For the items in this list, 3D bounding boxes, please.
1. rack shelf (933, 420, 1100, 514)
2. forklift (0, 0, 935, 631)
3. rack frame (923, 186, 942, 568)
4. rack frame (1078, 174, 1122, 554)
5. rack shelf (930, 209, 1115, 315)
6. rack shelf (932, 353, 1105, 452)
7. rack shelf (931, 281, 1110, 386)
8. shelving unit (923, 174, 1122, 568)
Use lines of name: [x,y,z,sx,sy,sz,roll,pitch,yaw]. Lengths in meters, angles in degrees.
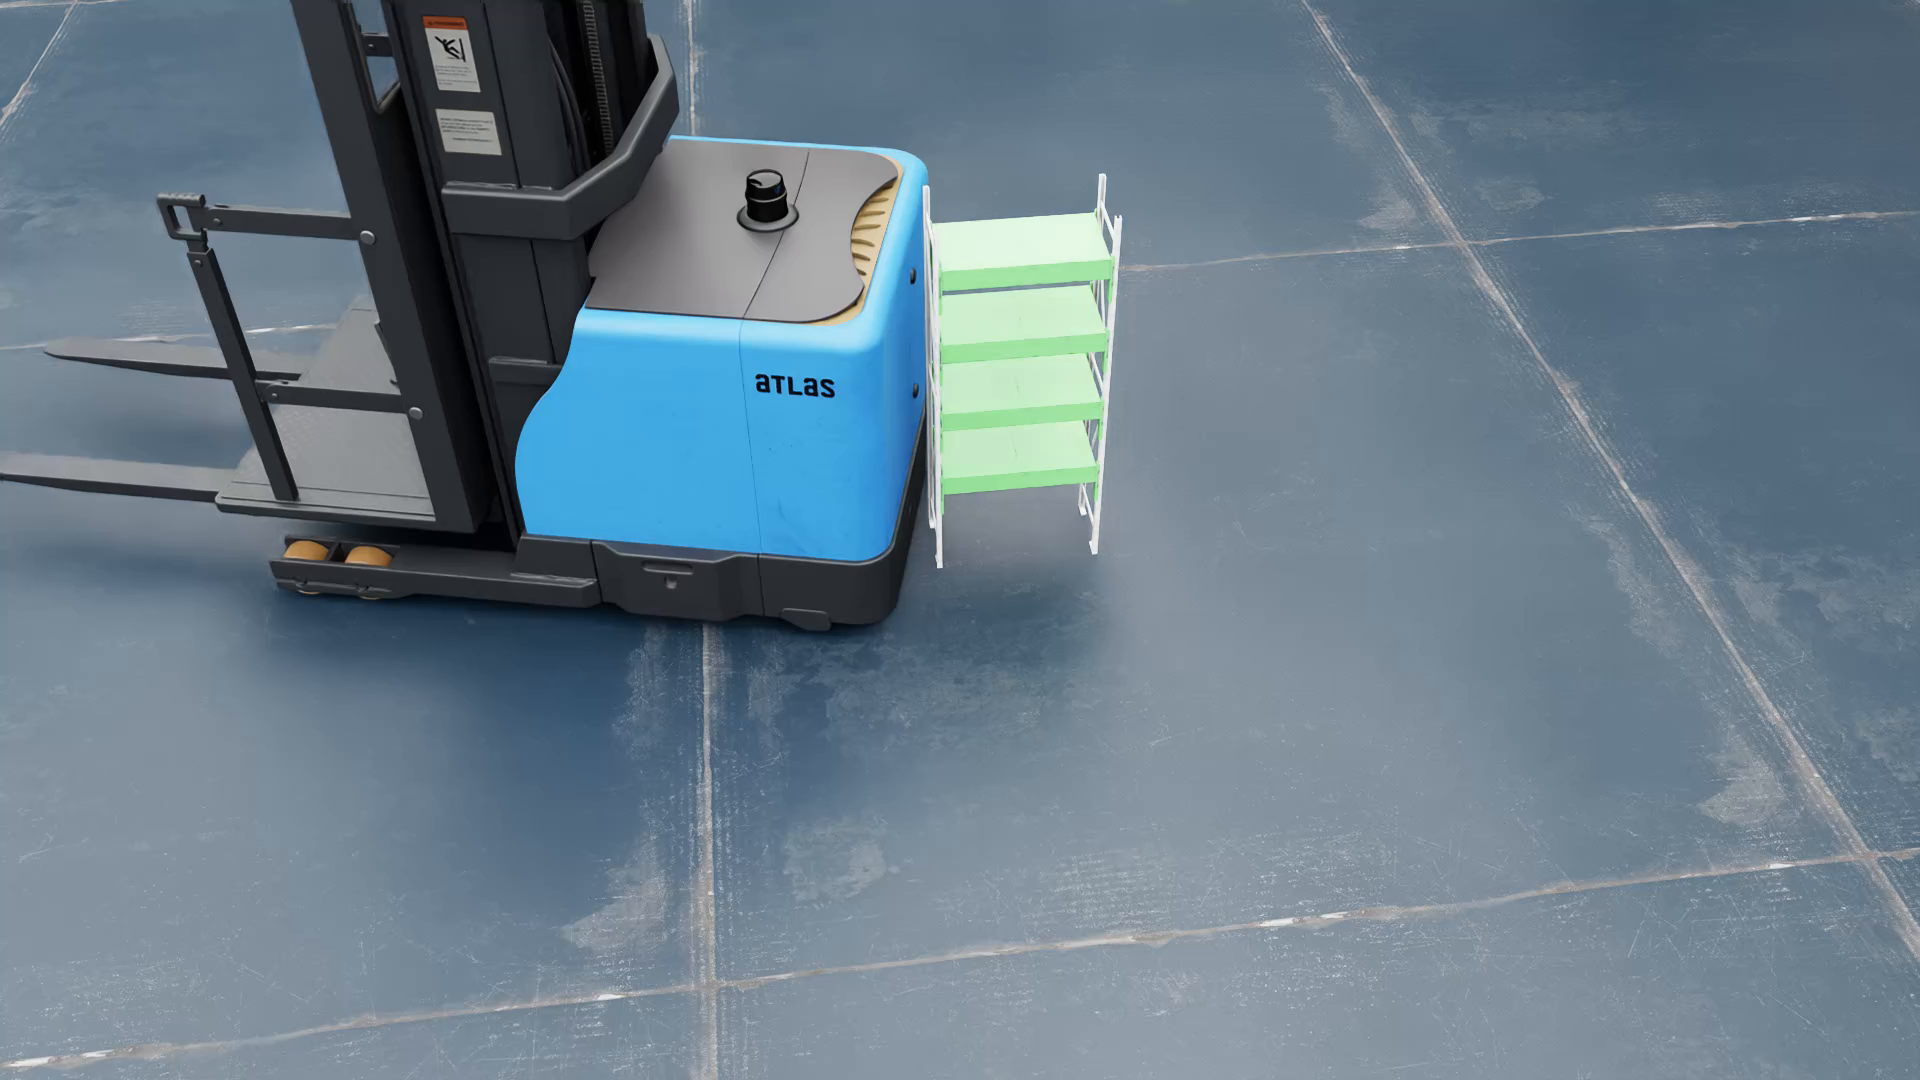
rack shelf: [0.164,-0.234,5.068,0.480,0.148,0.258,-5,42,-6]
forklift: [-1.637,-1.253,4.451,3.031,2.935,1.130,5,42,5]
rack frame: [-0.078,-0.439,4.841,0.015,1.200,0.240,-5,42,-6]
rack frame: [0.406,-0.481,4.888,0.015,1.200,0.240,-5,42,-6]
rack shelf: [0.164,-0.769,4.585,0.480,0.148,0.258,-5,42,-6]
rack shelf: [0.164,-0.412,4.907,0.480,0.148,0.258,-5,42,-6]
rack shelf: [0.164,-0.591,4.746,0.480,0.148,0.258,-5,42,-6]
shelving unit: [0.164,-0.460,4.864,0.503,1.200,0.258,-5,42,-6]
